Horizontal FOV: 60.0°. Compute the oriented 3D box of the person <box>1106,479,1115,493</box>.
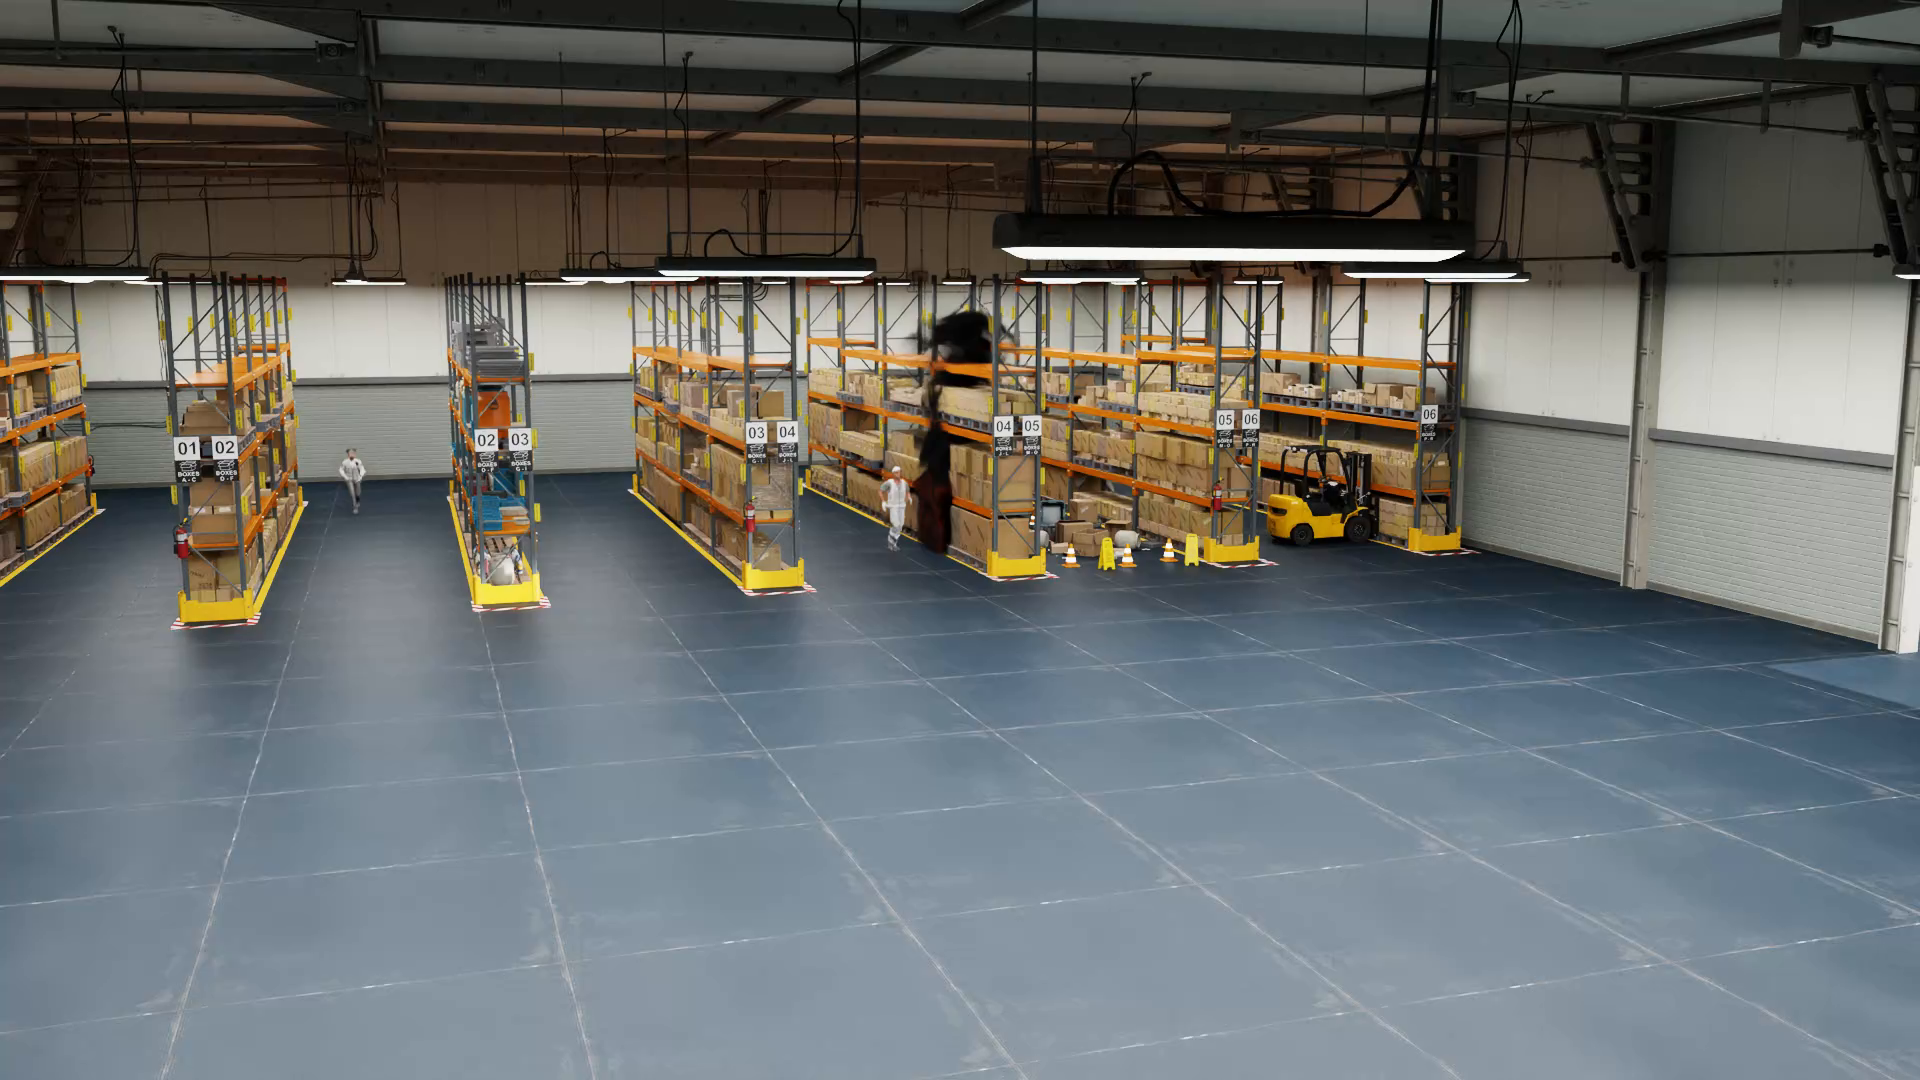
[{"bbox_3d":[4.138,-1.973,45.297,0.690,1.761,0.687,-3,9,-18],"label":"person"}]

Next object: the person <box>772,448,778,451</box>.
[{"bbox_3d":[-5.690,-2.386,48.439,0.823,1.651,0.528,3,9,18],"label":"person"}]

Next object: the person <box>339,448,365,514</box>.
[{"bbox_3d":[-15.628,-1.533,42.767,0.630,1.676,0.587,-4,9,-24],"label":"person"}]

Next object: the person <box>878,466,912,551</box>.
[{"bbox_3d":[-1.284,-0.649,34.593,0.663,1.771,0.579,-5,10,-30],"label":"person"}]
